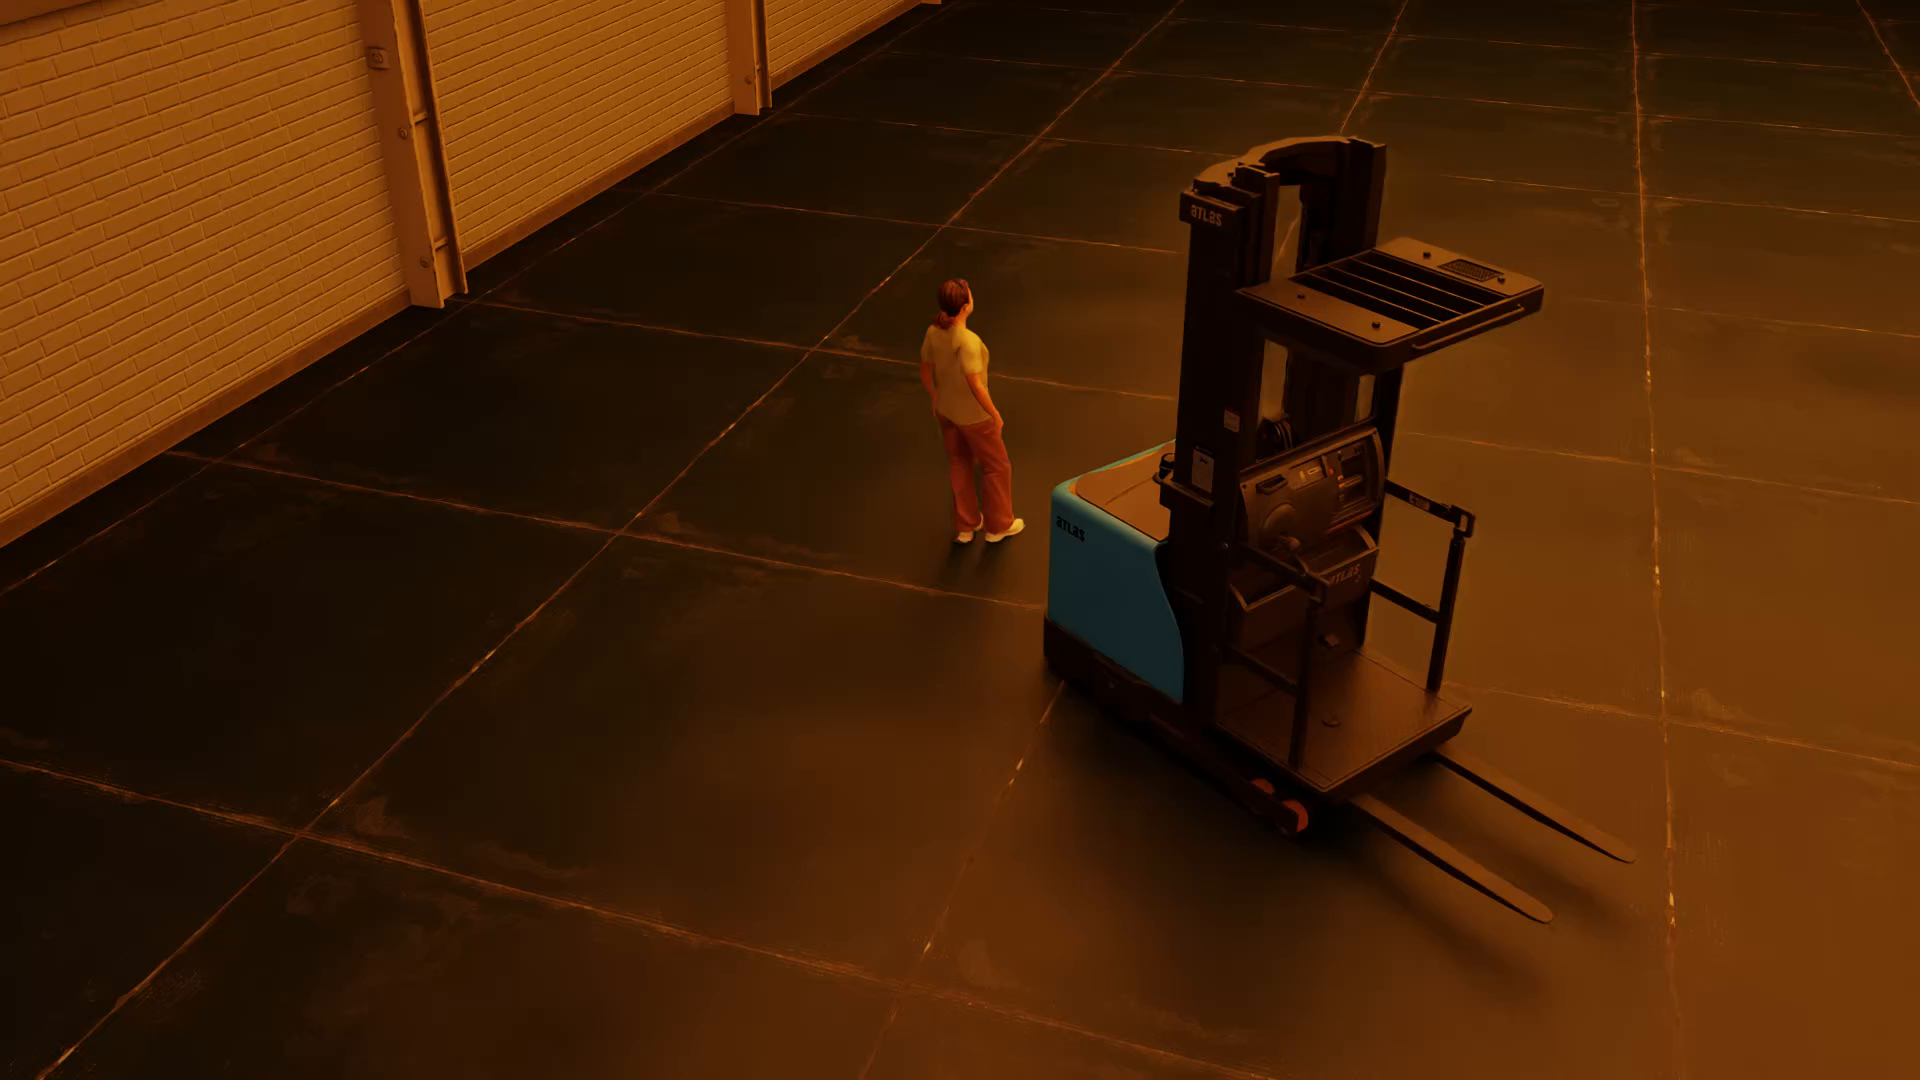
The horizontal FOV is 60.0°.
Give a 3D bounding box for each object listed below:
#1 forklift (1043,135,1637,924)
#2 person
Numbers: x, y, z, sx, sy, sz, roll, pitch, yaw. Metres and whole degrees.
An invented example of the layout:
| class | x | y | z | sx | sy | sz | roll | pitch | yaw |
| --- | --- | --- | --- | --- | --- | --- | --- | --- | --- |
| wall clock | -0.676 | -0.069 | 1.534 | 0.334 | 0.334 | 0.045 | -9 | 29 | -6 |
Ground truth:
| class | x | y | z | sx | sy | sz | roll | pitch | yaw |
| --- | --- | --- | --- | --- | --- | --- | --- | --- | --- |
| forklift | 1.749 | -0.188 | 7.465 | 1.130 | 2.935 | 3.031 | -21 | 36 | -32 |
| person | 0.099 | -0.760 | 9.753 | 0.569 | 1.663 | 0.565 | -23 | 37 | -34 |
